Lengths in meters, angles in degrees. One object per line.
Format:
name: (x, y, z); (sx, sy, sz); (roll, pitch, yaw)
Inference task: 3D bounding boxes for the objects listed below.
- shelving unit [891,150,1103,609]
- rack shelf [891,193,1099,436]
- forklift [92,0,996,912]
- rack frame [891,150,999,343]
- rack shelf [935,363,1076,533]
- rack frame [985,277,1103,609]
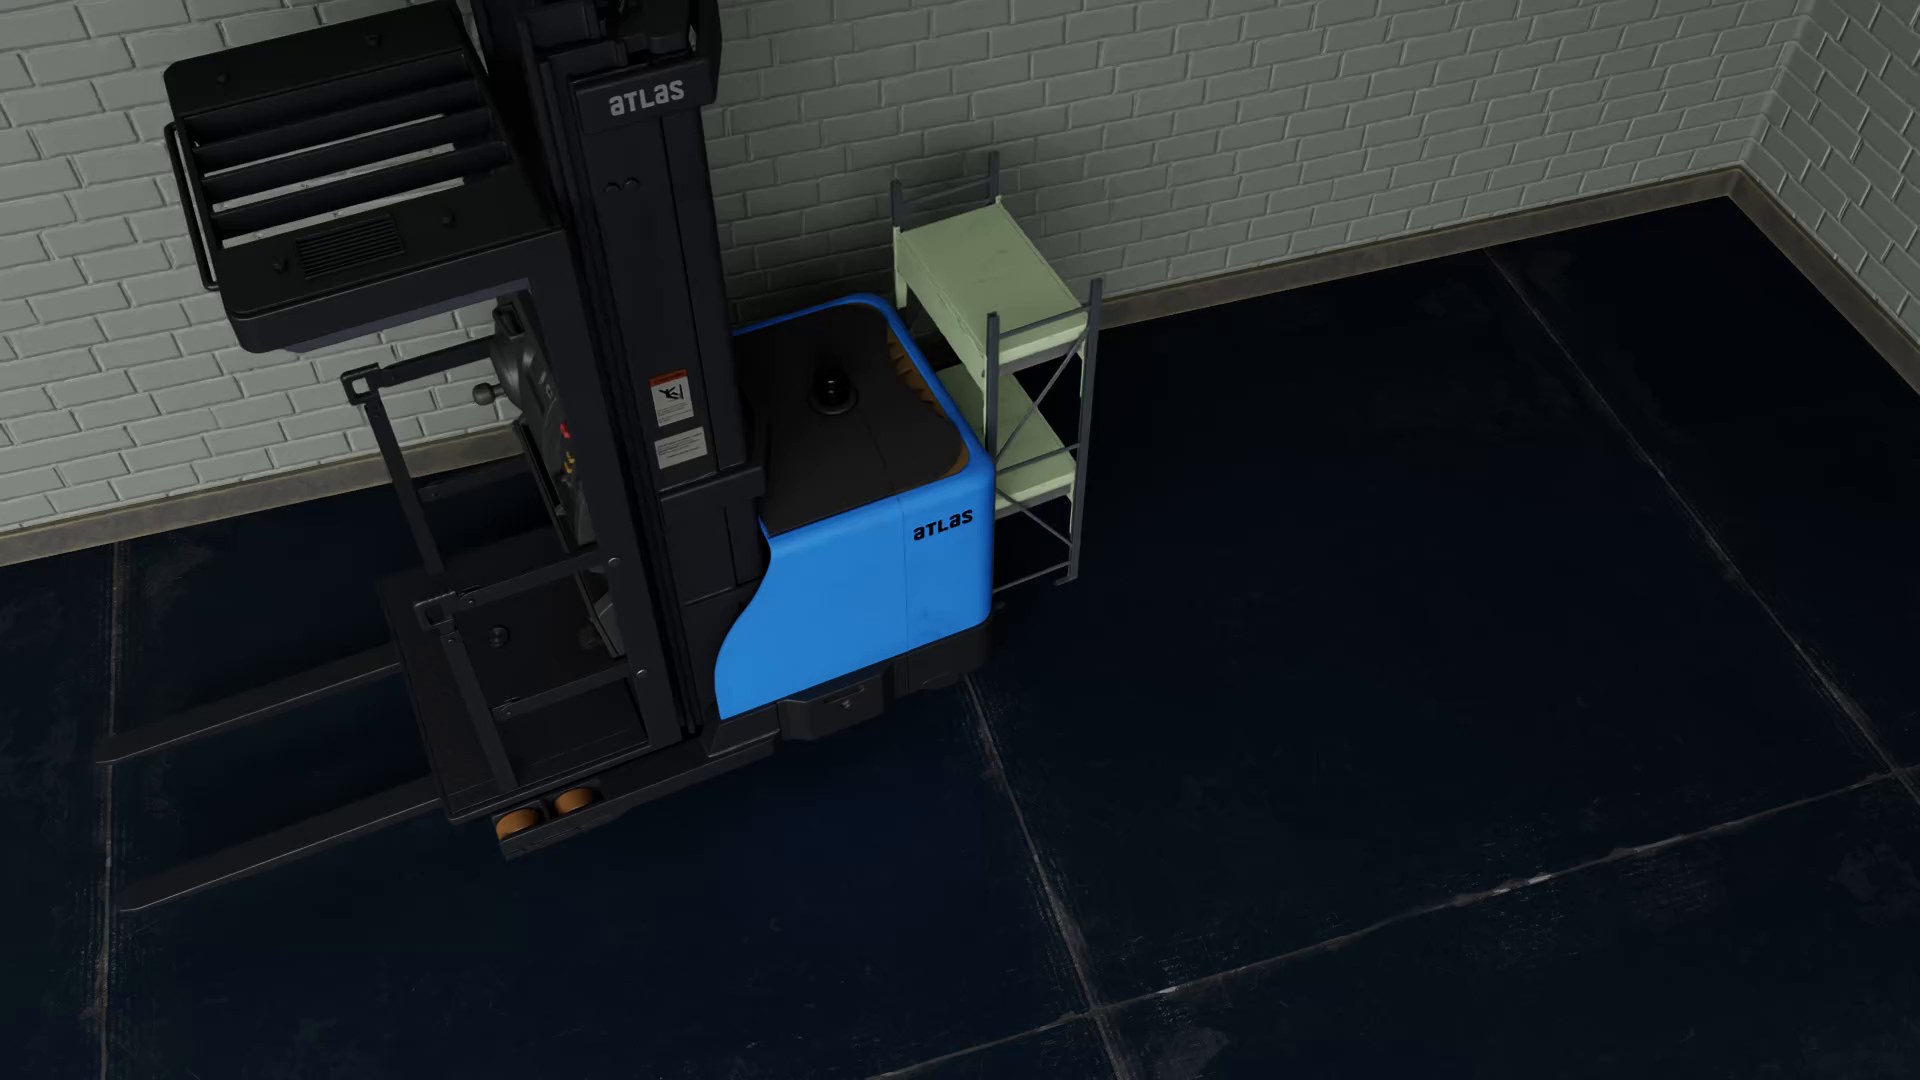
shelving unit: (0.110, -0.530, 6.005); (0.431, 1.500, 0.755); (-20, 53, -16)
rack shelf: (0.110, -0.781, 5.707); (0.431, 0.370, 0.720); (-20, 53, -16)
forklift: (-1.433, -0.343, 4.912); (3.031, 2.935, 1.130); (-20, 53, -16)
rack frame: (-0.049, -0.782, 6.218); (0.400, 1.500, 0.023); (-20, 53, -16)
rack shelf: (0.110, -0.320, 6.255); (0.431, 0.370, 0.720); (-20, 53, -16)
rack frame: (0.269, -0.278, 5.793); (0.400, 1.500, 0.023); (-20, 53, -16)
